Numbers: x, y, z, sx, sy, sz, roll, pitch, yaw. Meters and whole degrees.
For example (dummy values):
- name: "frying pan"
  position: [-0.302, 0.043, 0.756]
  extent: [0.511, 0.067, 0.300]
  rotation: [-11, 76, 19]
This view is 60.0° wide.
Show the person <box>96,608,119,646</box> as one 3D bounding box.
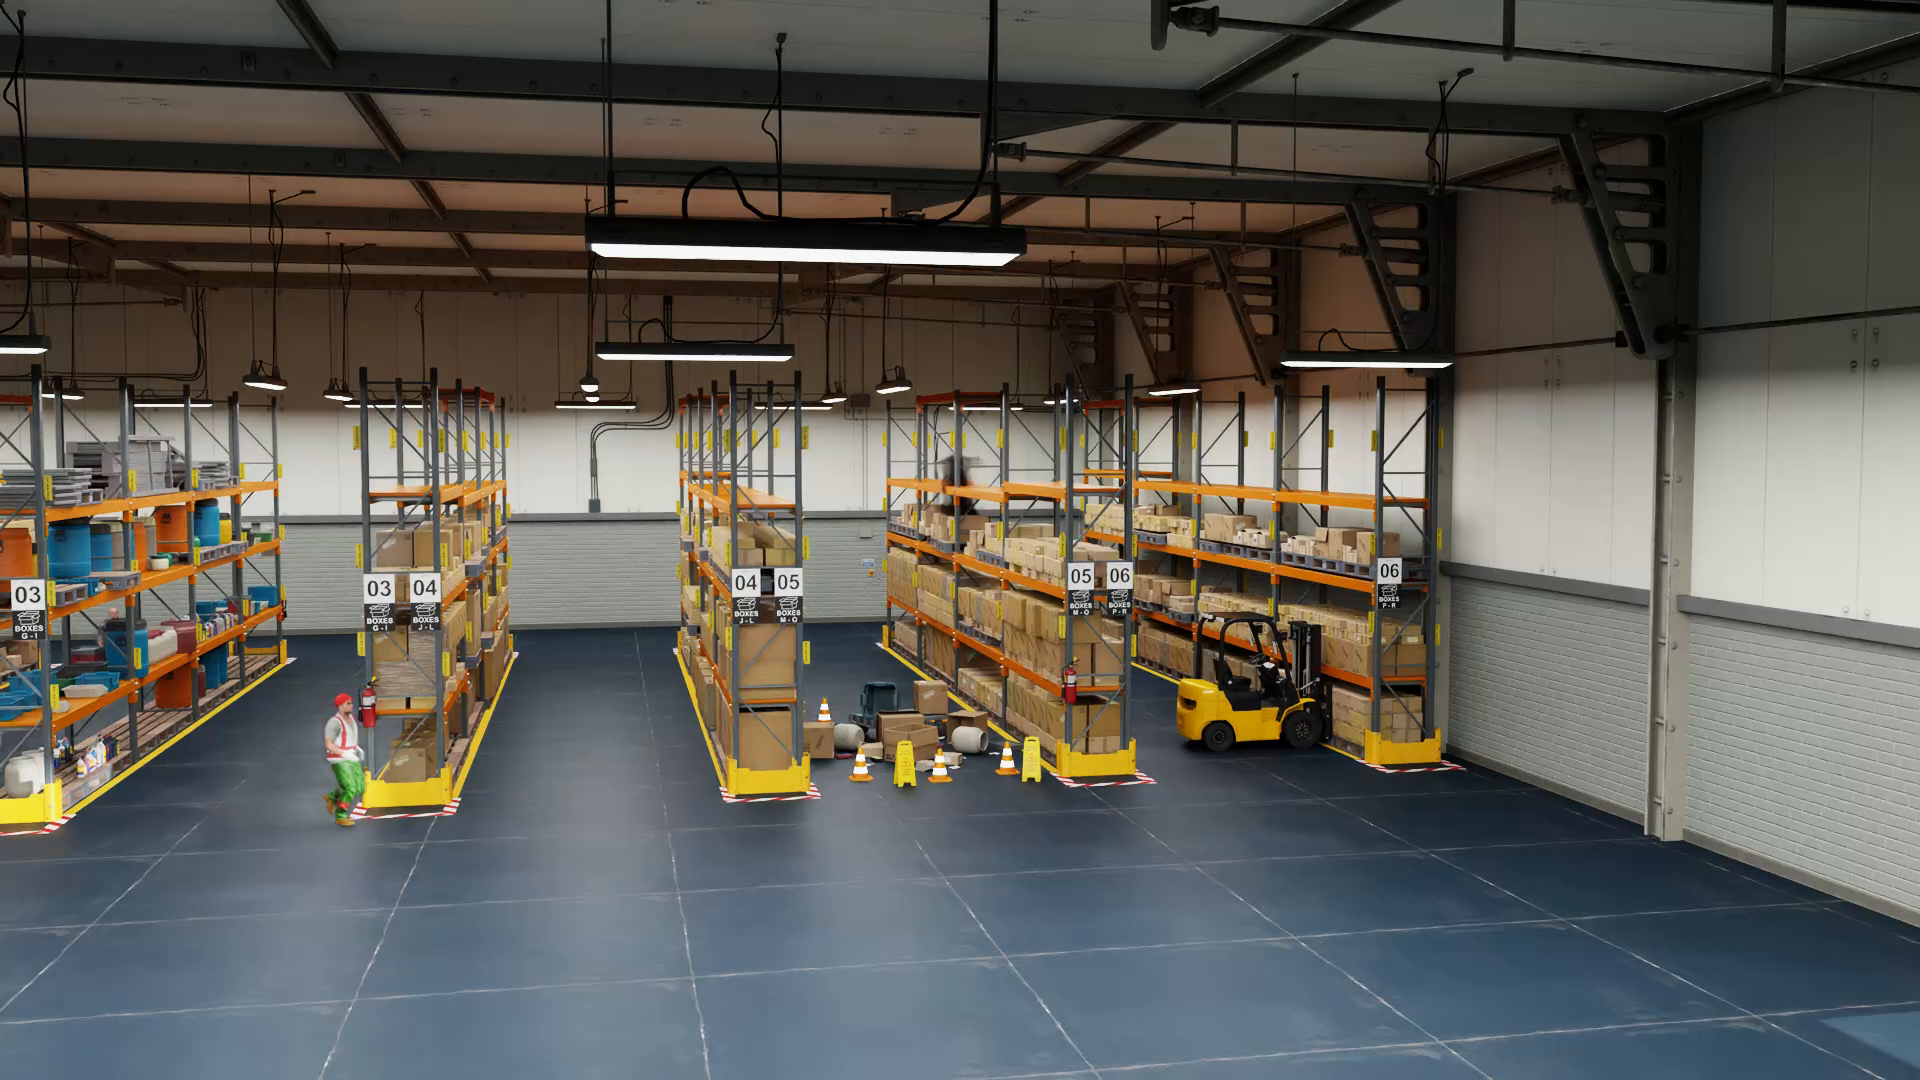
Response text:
- name: "person"
  position: [-16.948, 2.196, 33.348]
  extent: [0.674, 1.680, 0.622]
  rotation: [-2, 4, -25]

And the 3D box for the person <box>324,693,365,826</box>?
- name: "person"
  position: [-8.033, 2.849, 21.660]
  extent: [0.651, 1.721, 0.694]
  rotation: [1, 3, 13]
